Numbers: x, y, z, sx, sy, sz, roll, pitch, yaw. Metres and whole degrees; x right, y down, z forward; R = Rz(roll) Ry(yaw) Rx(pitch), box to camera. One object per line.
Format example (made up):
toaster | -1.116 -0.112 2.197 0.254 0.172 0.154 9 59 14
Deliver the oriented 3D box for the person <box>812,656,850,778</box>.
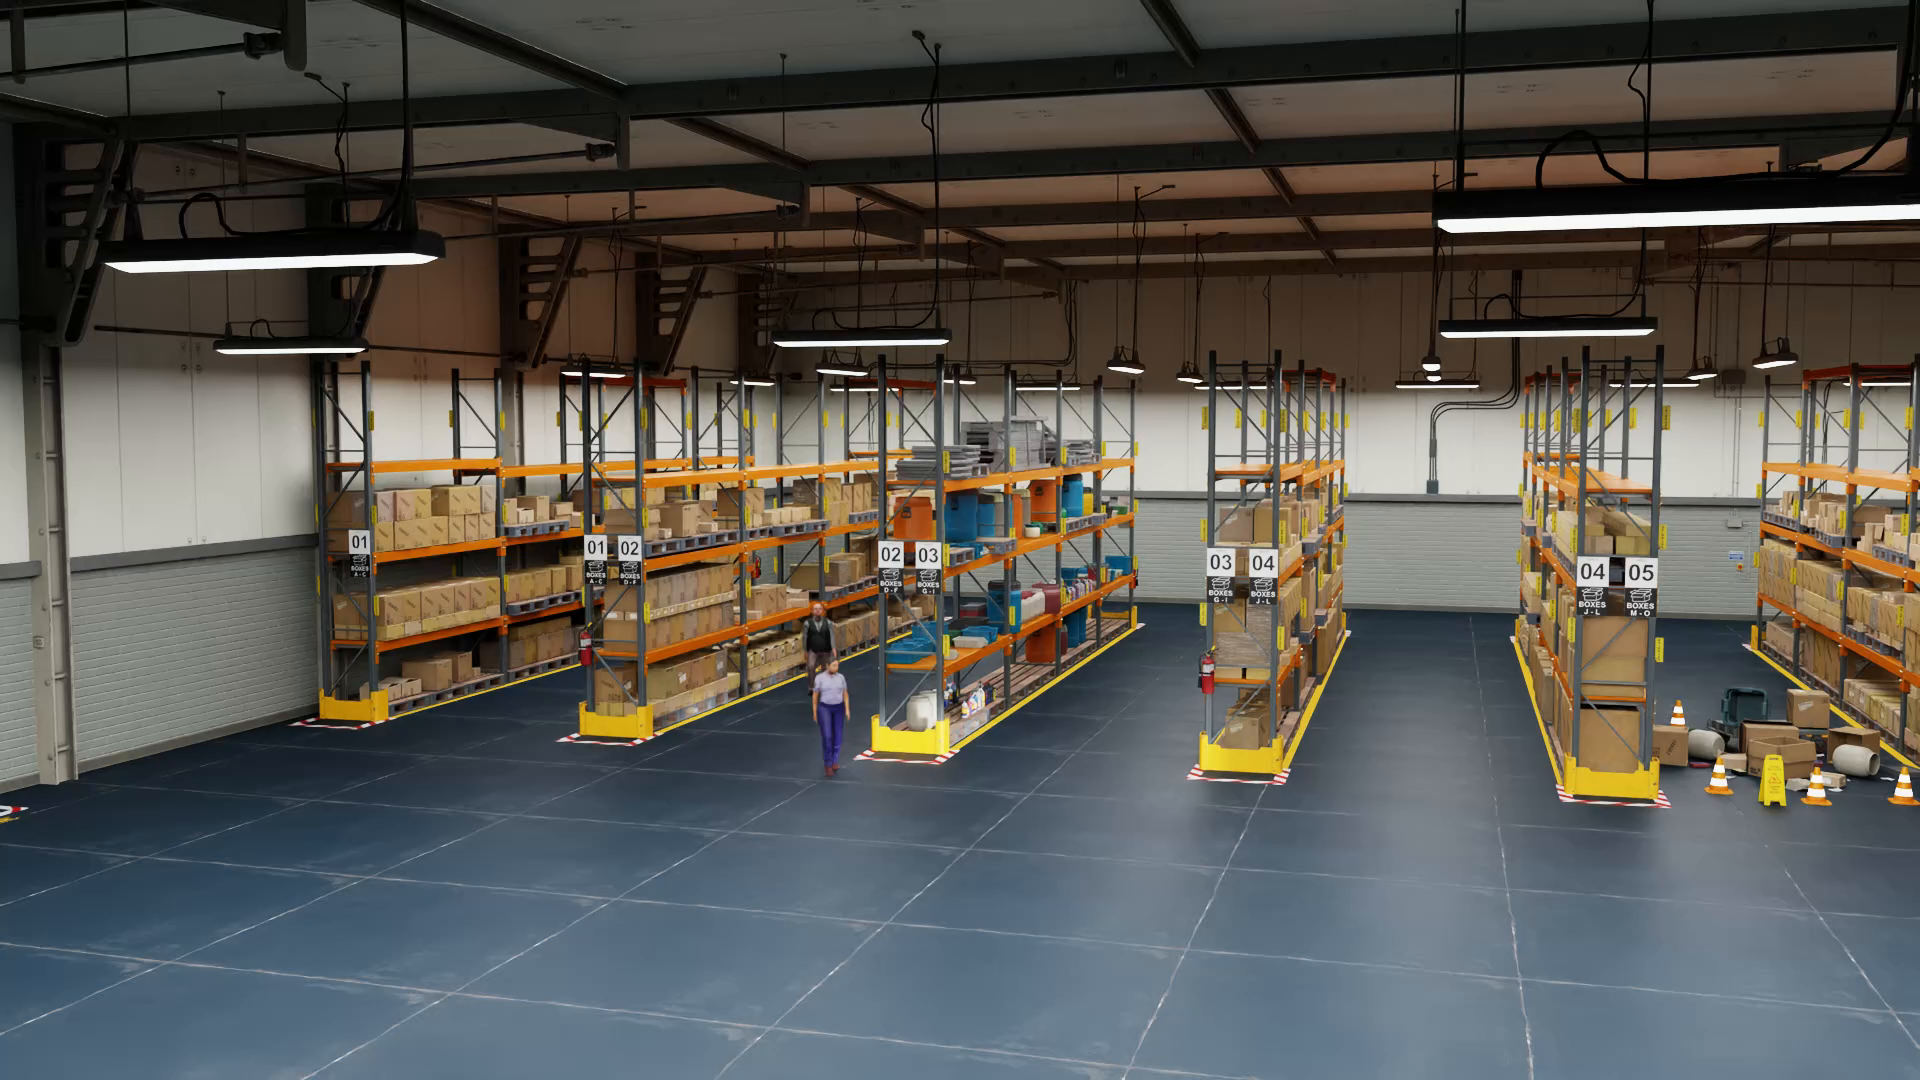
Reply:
person | -1.793 2.506 23.704 0.504 1.655 0.671 -2 5 -27

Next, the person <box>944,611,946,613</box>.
person | -0.870 1.113 43.007 1.050 1.621 0.427 1 4 8

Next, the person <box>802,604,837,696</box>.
person | -2.433 1.906 28.815 0.619 1.608 1.031 0 4 1
